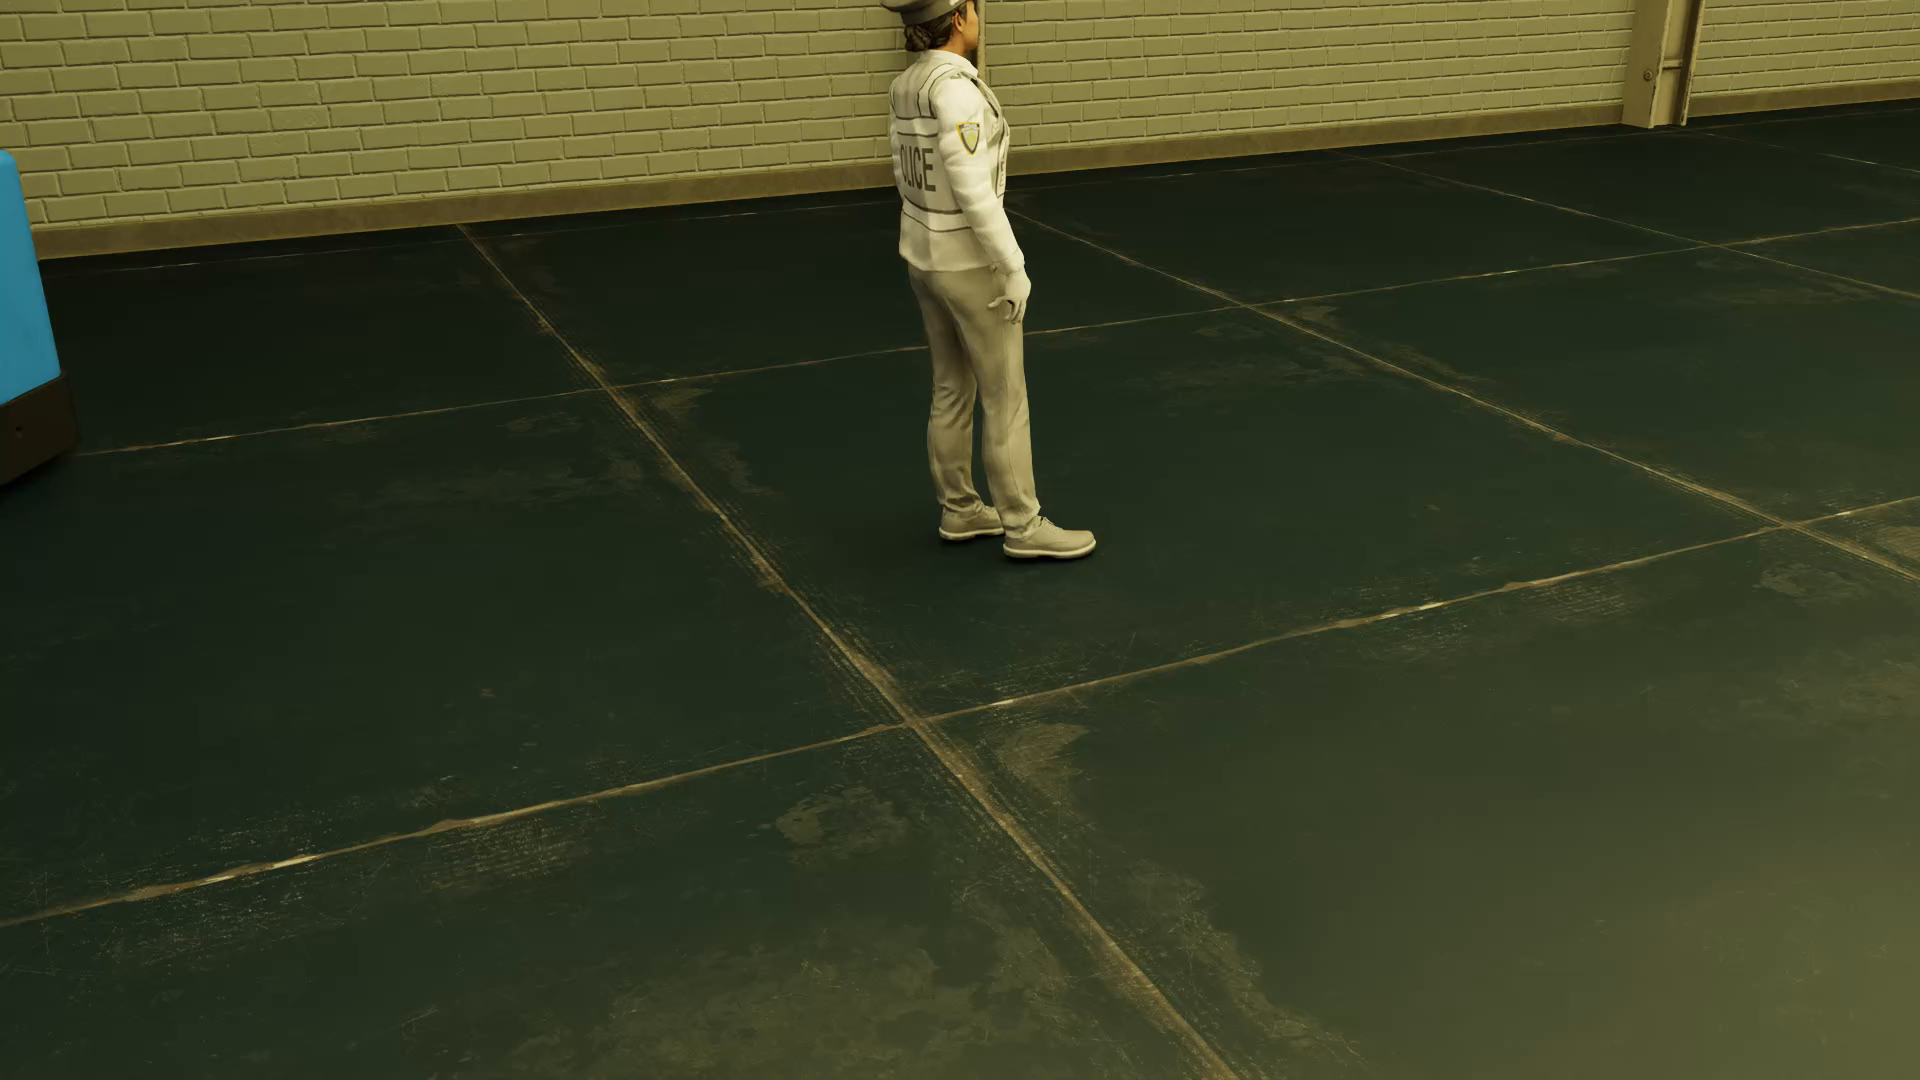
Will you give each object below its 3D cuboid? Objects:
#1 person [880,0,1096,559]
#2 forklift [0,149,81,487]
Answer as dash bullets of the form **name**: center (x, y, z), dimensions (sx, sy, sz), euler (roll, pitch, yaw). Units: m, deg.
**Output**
- **person**: center (0.063, -0.798, 4.800), dimensions (0.533, 1.696, 0.588), euler (-10, 25, -23)
- **forklift**: center (-4.582, -1.512, 4.925), dimensions (3.031, 2.935, 1.130), euler (2, 23, 5)
